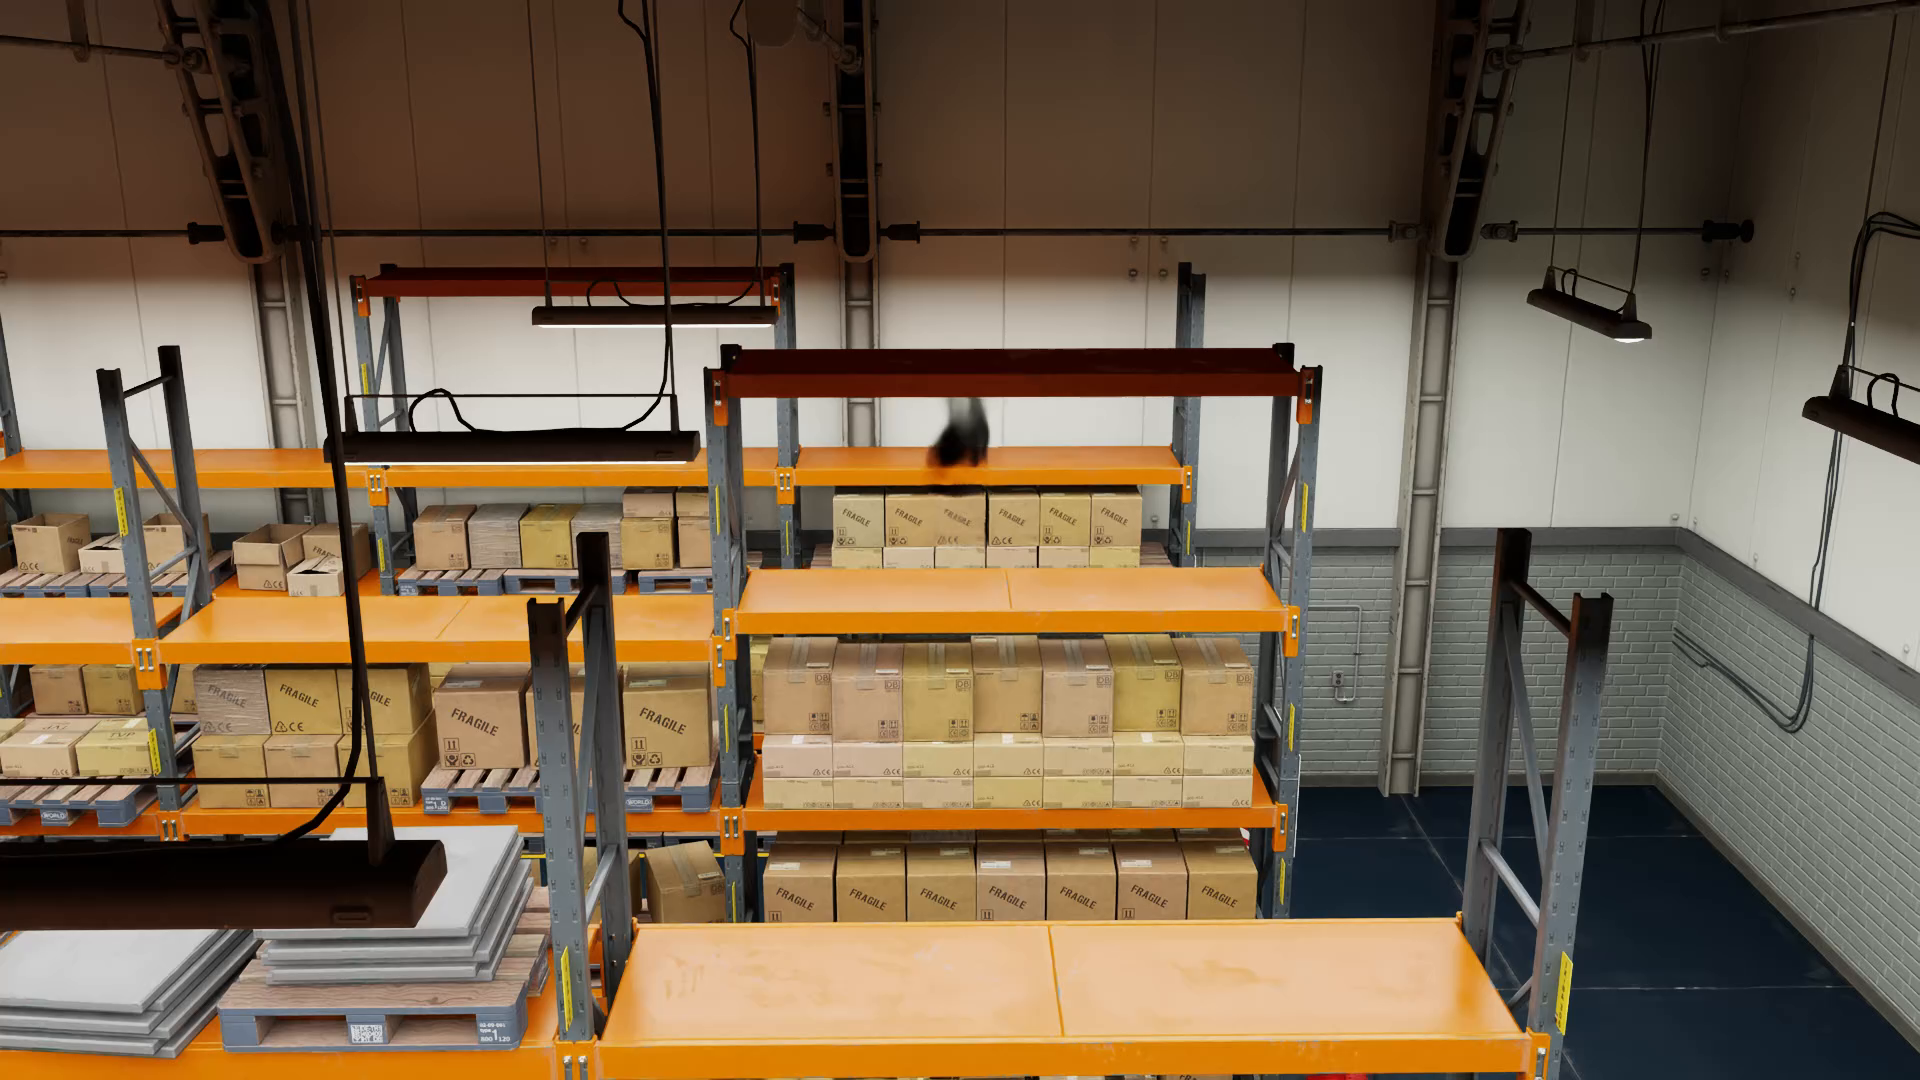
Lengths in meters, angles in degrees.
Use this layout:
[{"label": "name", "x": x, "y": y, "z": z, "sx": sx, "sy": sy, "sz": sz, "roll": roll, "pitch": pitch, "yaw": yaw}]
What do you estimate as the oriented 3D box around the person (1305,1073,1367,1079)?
[{"label": "person", "x": 2.671, "y": 4.061, "z": 11.595, "sx": 0.896, "sy": 1.729, "sz": 0.650, "roll": -10, "pitch": 19, "yaw": -31}]
